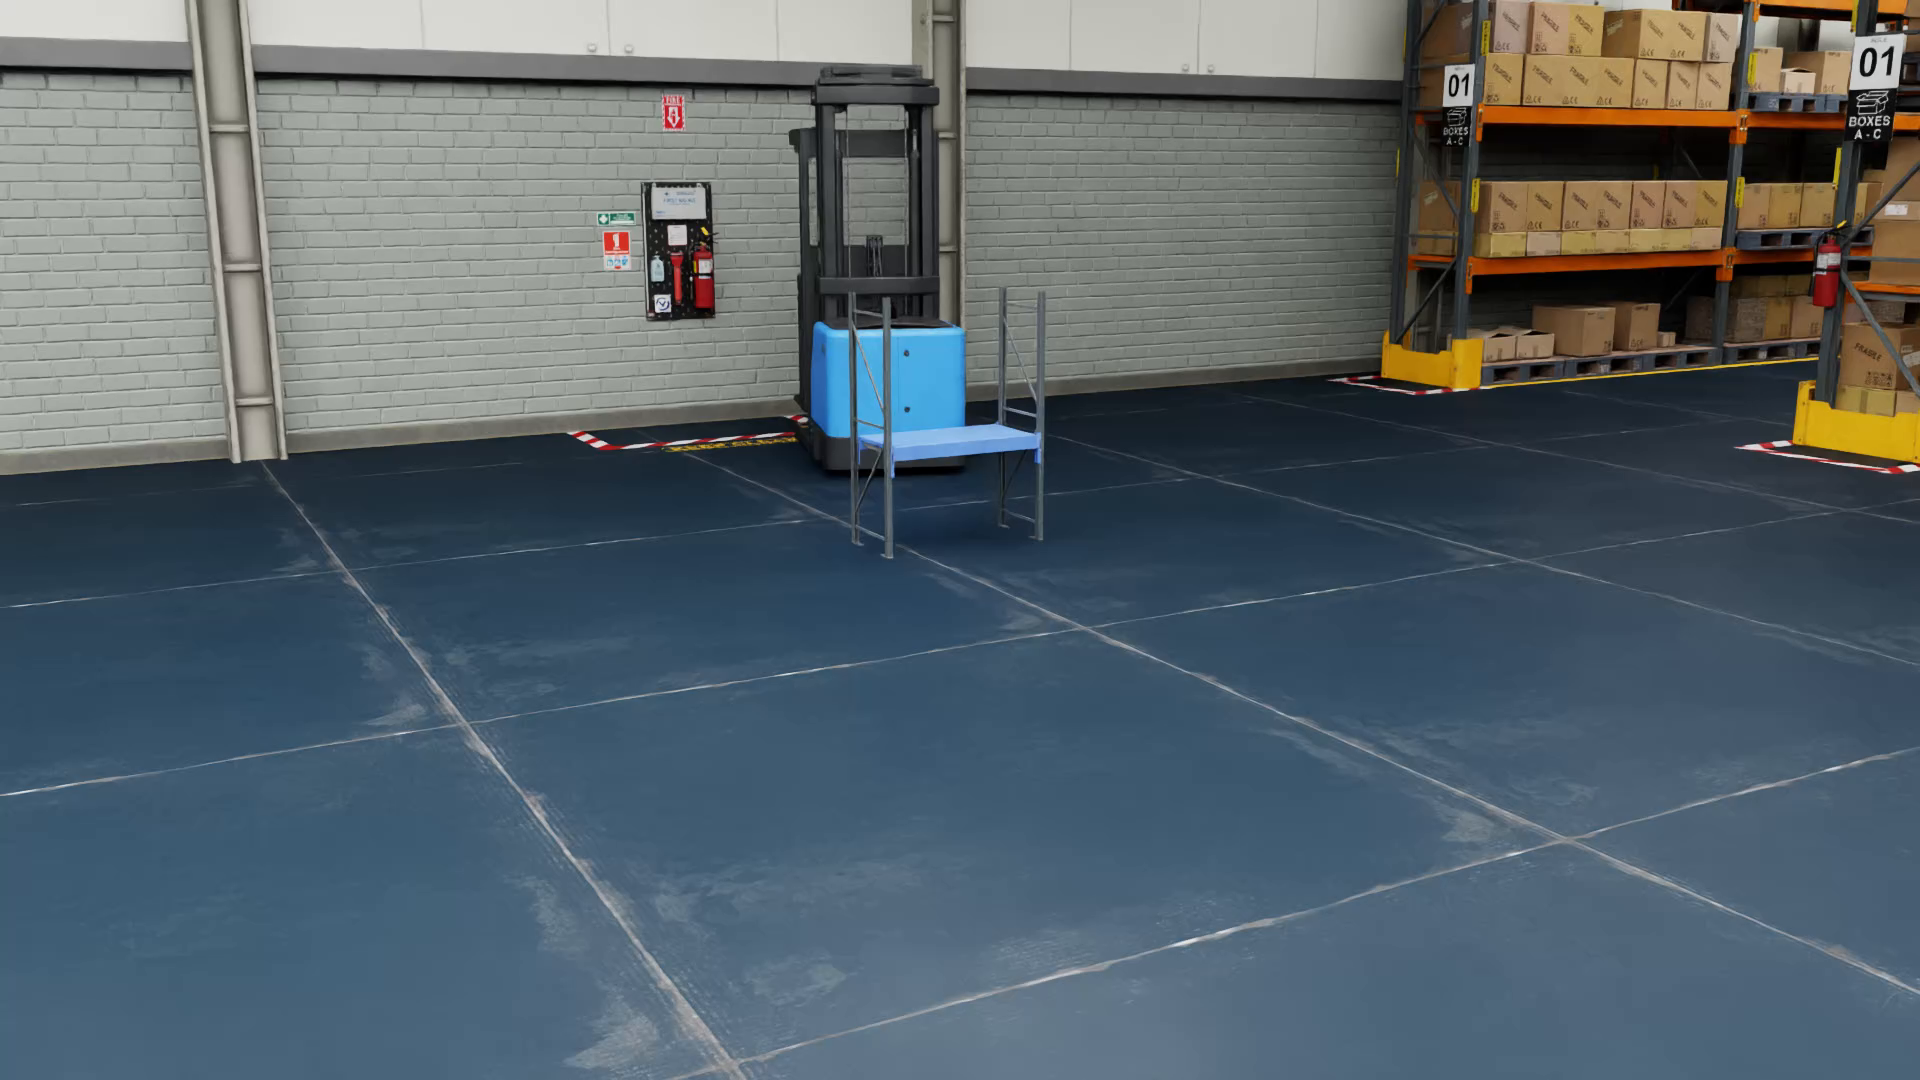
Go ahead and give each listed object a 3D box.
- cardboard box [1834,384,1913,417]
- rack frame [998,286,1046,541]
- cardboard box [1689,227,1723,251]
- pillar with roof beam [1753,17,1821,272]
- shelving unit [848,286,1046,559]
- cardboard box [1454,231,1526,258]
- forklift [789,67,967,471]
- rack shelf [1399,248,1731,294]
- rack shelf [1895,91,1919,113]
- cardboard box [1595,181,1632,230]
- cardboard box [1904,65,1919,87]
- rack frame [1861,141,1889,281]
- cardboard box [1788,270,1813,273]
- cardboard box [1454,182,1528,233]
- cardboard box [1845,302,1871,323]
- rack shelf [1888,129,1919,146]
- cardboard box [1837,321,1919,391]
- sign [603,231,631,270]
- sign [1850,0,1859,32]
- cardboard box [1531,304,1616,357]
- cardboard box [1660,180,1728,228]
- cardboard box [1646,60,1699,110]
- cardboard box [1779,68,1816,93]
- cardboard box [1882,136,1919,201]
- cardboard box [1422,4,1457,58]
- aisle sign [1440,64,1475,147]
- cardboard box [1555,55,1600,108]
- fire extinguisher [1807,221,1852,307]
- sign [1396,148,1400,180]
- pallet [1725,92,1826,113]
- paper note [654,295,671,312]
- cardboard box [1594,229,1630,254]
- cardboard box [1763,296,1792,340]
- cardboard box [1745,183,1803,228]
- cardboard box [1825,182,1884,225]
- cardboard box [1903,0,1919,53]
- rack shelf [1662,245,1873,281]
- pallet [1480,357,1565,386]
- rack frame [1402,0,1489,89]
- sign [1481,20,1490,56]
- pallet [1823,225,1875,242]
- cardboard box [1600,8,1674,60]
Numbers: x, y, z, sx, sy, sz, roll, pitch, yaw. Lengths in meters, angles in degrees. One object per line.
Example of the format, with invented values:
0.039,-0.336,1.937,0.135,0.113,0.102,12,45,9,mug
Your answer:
7.582,-1.144,13.667,0.500,0.250,0.500,-7,14,-28,cardboard box
0.371,-0.776,10.142,0.032,1.500,0.500,-7,14,-28,rack frame
8.116,-3.371,18.551,0.500,0.250,0.500,-7,14,-28,cardboard box
12.405,-6.090,16.675,0.400,9.000,9.100,-7,14,-28,pillar with roof beam
-0.075,-0.723,9.905,1.048,1.500,0.538,-7,14,-28,shelving unit
5.457,-3.048,17.118,0.500,0.250,0.500,-7,15,-29,cardboard box
-0.754,-2.210,13.252,1.130,2.935,3.031,-3,13,-12,forklift
6.632,-2.981,18.162,4.000,0.370,1.077,-7,14,-28,rack shelf
9.008,-3.490,13.592,4.000,0.370,1.077,-7,14,-28,rack shelf
6.782,-3.576,17.756,0.500,0.500,0.500,-6,14,-26,cardboard box
12.288,-5.751,20.770,0.500,0.500,0.700,-8,15,-32,cardboard box
11.898,-3.963,20.887,0.127,3.000,1.000,-7,14,-28,rack frame
10.312,-3.135,20.193,0.500,0.250,0.500,-7,14,-28,cardboard box
5.439,-3.416,17.045,0.500,0.500,0.500,-7,14,-28,cardboard box
10.783,-2.841,20.591,0.500,0.500,0.700,-7,14,-28,cardboard box
13.653,-5.286,21.572,4.000,0.370,1.077,-7,14,-28,rack shelf
7.581,-1.510,13.587,0.500,0.500,0.500,-7,14,-28,cardboard box
-2.912,-2.457,14.114,0.234,0.329,0.001,-7,14,-28,sign
7.005,-4.130,12.961,0.005,0.325,0.100,-7,14,-28,sign
6.695,-2.300,18.187,0.500,0.500,0.700,-8,15,-31,cardboard box
8.120,-3.735,18.464,0.500,0.500,0.500,-7,14,-28,cardboard box
7.612,-4.913,18.002,0.500,0.500,0.500,-8,15,-33,cardboard box
9.446,-5.274,19.127,0.500,0.311,0.500,-6,14,-26,cardboard box
7.715,-2.901,12.986,0.500,0.500,0.700,-7,14,-28,cardboard box
5.129,-5.227,17.121,0.500,0.500,0.500,-6,14,-25,cardboard box
4.957,-4.324,16.572,0.004,0.787,0.394,-7,14,-28,aisle sign
6.232,-4.736,17.214,0.500,0.500,0.500,-6,14,-25,cardboard box
6.927,-2.207,13.259,0.183,0.674,0.296,-7,14,-28,fire extinguisher
4.628,-3.950,17.471,0.005,0.325,0.100,-7,14,-28,sign
8.980,-4.959,18.906,1.003,0.211,1.213,-7,14,-28,pallet
-2.566,-2.043,14.362,0.142,0.148,0.016,-7,14,-28,paper note
6.800,-3.211,17.841,0.500,0.250,0.500,-7,14,-27,cardboard box
9.455,-2.682,19.887,0.500,0.500,0.700,-7,15,-29,cardboard box
9.344,-3.910,19.422,0.500,0.500,0.700,-5,14,-22,cardboard box
11.013,-4.111,20.315,0.500,0.500,0.700,-8,15,-33,cardboard box
7.759,-4.014,12.770,0.637,0.503,0.797,-6,14,-24,cardboard box
10.142,-3.402,20.031,4.000,0.370,1.077,-7,14,-28,rack shelf
5.673,-1.848,17.839,1.213,0.211,1.003,-7,14,-28,pallet
4.876,-6.048,16.489,0.127,3.000,1.000,-7,14,-28,rack frame
5.136,-4.907,16.258,0.005,0.325,0.100,-7,14,-28,sign
11.323,-3.774,20.484,1.003,0.211,1.213,-7,14,-28,pallet
7.148,-5.330,17.581,0.500,0.500,0.500,-7,15,-30,cardboard box
